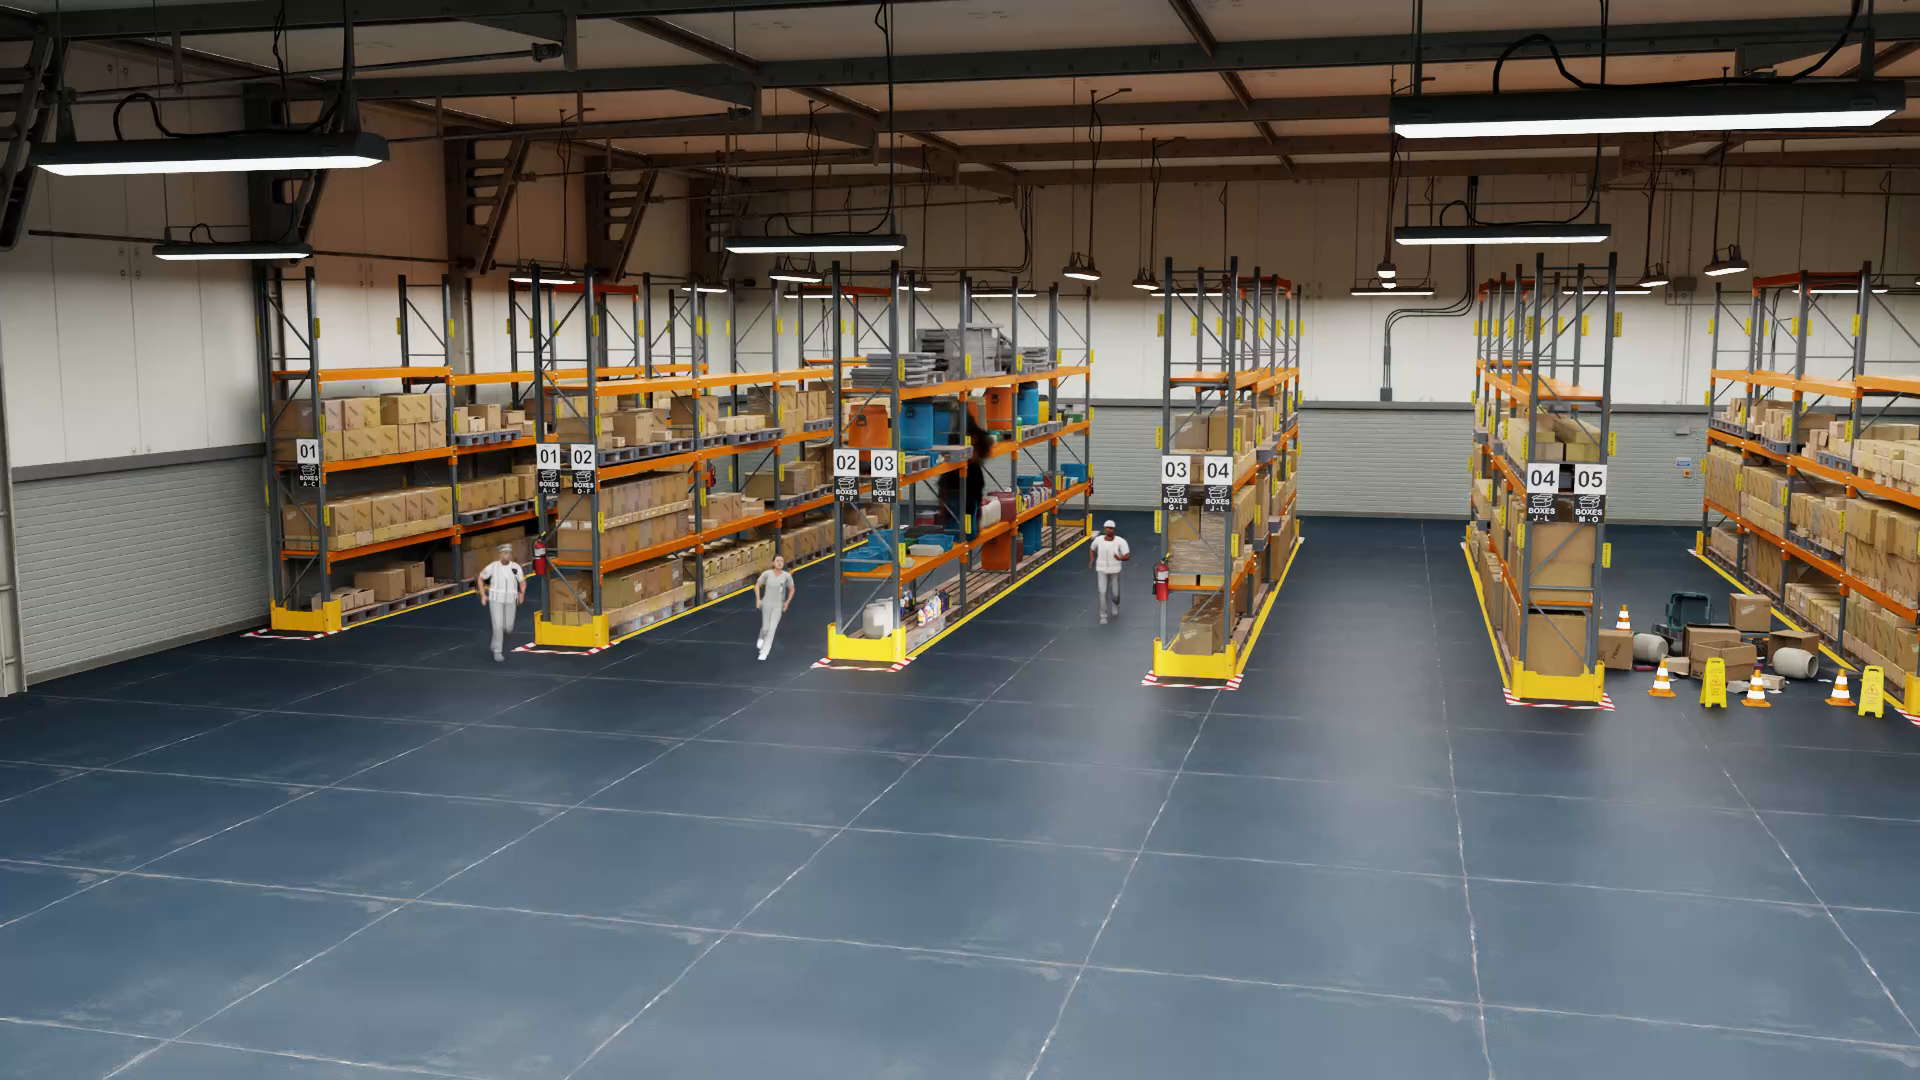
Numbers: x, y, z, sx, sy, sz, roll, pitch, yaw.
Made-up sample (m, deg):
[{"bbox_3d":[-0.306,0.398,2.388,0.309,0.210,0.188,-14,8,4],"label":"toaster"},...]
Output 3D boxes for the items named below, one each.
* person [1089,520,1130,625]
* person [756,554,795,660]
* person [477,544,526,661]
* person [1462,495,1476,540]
[{"bbox_3d":[2.535,0.530,28.324,0.710,1.747,0.968,1,7,10],"label":"person"},{"bbox_3d":[-2.811,0.999,25.353,0.594,1.595,0.556,-1,7,-8],"label":"person"},{"bbox_3d":[-6.985,0.935,25.453,0.716,1.752,0.682,-4,8,-27],"label":"person"},{"bbox_3d":[12.287,-0.834,39.238,0.771,1.735,0.751,2,7,13],"label":"person"}]
